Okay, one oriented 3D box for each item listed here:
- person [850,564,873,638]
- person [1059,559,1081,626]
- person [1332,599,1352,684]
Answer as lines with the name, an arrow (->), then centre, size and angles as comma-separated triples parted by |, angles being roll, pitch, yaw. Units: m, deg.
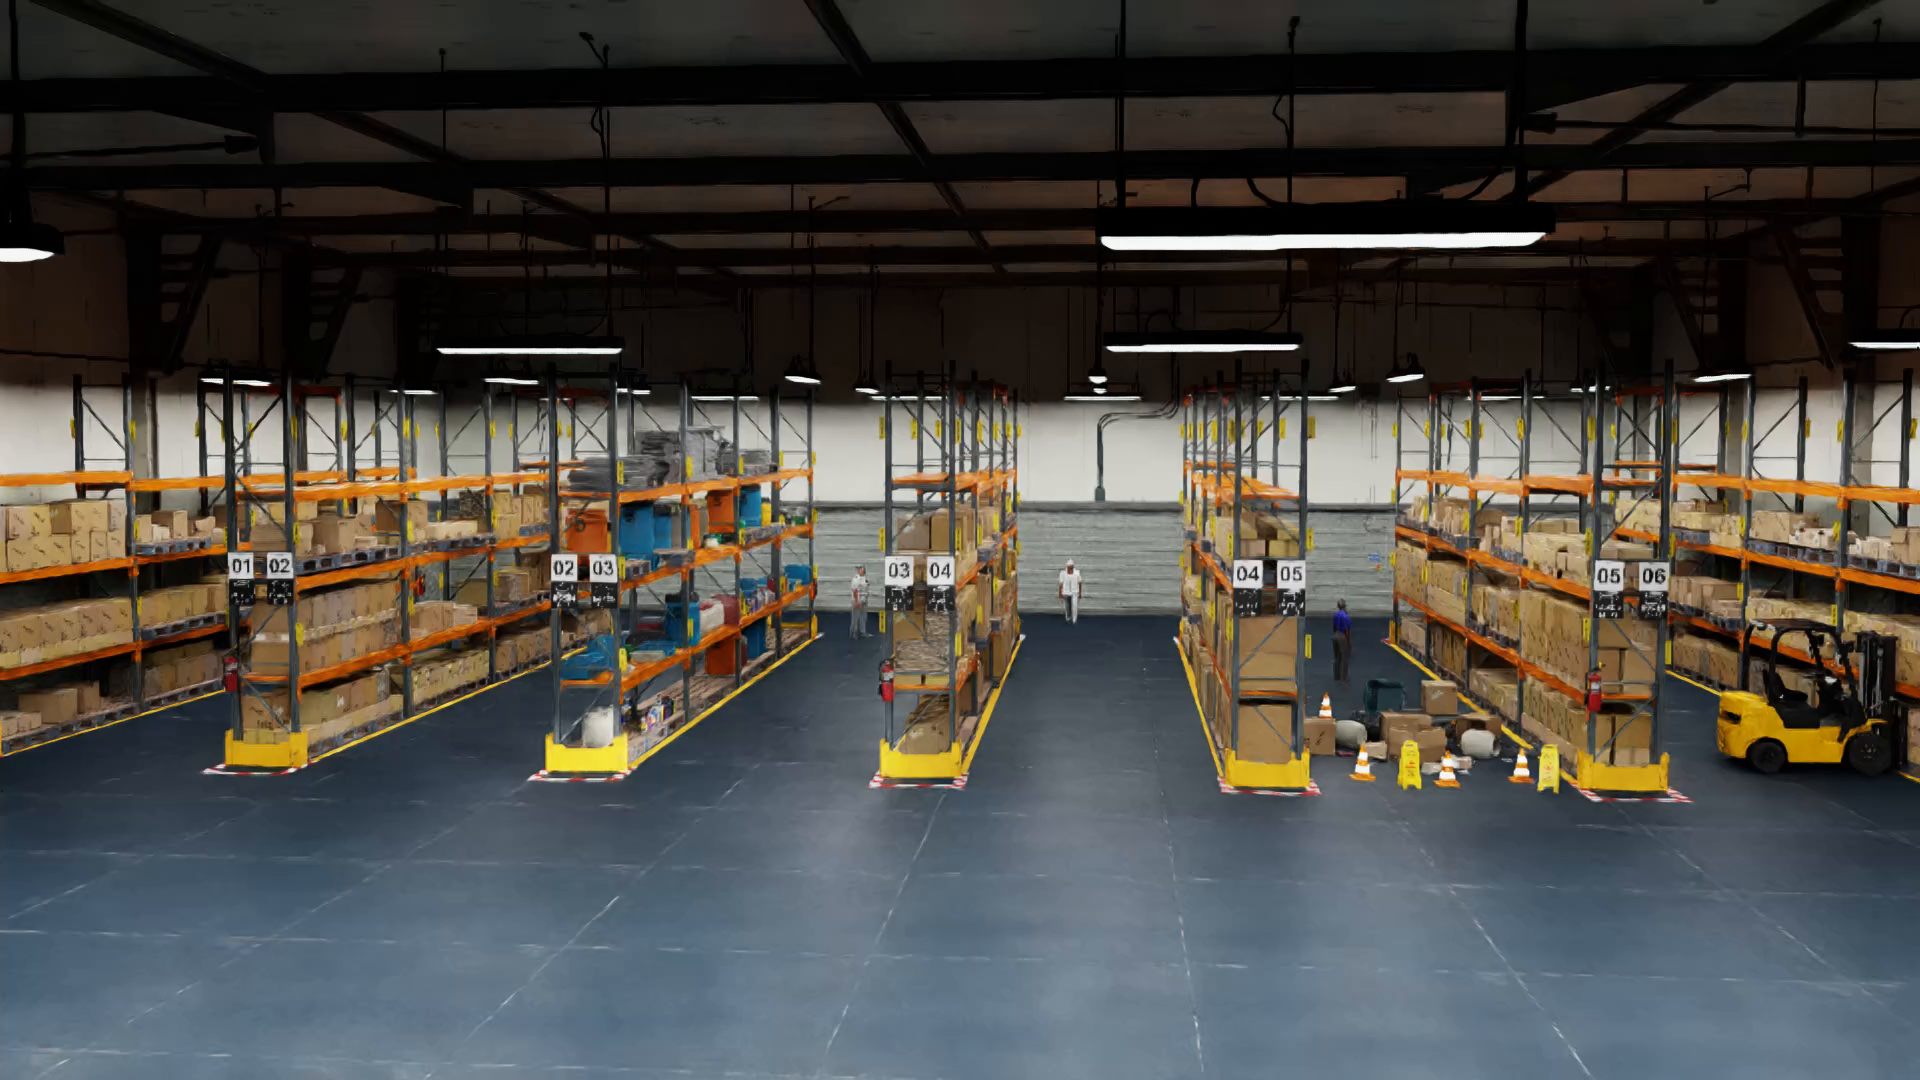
person -> -2.413, 1.469, 40.184 | 0.428, 1.760, 0.643 | 2, 4, 23
person -> 2.827, 1.335, 42.778 | 0.577, 1.690, 1.121 | 0, 4, 7
person -> 7.607, 2.077, 33.030 | 0.356, 1.626, 0.532 | -2, 4, -22
